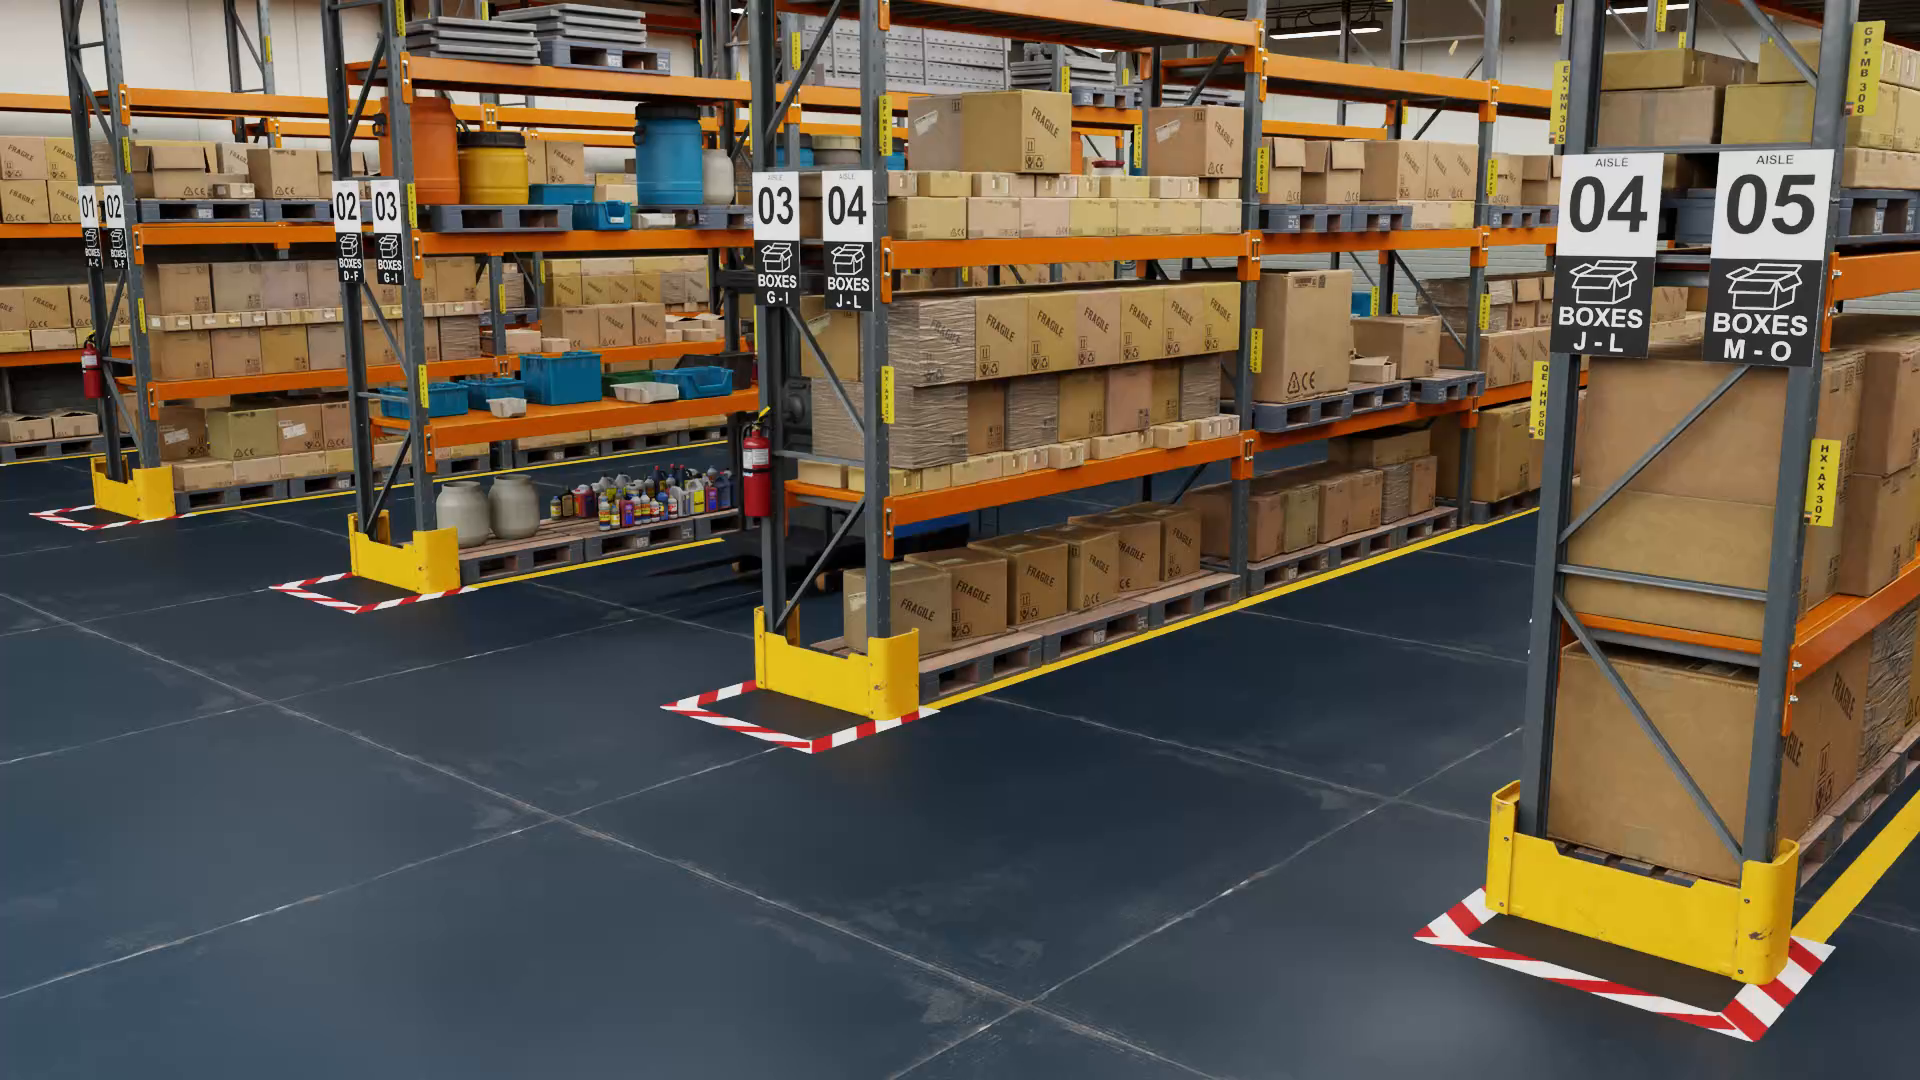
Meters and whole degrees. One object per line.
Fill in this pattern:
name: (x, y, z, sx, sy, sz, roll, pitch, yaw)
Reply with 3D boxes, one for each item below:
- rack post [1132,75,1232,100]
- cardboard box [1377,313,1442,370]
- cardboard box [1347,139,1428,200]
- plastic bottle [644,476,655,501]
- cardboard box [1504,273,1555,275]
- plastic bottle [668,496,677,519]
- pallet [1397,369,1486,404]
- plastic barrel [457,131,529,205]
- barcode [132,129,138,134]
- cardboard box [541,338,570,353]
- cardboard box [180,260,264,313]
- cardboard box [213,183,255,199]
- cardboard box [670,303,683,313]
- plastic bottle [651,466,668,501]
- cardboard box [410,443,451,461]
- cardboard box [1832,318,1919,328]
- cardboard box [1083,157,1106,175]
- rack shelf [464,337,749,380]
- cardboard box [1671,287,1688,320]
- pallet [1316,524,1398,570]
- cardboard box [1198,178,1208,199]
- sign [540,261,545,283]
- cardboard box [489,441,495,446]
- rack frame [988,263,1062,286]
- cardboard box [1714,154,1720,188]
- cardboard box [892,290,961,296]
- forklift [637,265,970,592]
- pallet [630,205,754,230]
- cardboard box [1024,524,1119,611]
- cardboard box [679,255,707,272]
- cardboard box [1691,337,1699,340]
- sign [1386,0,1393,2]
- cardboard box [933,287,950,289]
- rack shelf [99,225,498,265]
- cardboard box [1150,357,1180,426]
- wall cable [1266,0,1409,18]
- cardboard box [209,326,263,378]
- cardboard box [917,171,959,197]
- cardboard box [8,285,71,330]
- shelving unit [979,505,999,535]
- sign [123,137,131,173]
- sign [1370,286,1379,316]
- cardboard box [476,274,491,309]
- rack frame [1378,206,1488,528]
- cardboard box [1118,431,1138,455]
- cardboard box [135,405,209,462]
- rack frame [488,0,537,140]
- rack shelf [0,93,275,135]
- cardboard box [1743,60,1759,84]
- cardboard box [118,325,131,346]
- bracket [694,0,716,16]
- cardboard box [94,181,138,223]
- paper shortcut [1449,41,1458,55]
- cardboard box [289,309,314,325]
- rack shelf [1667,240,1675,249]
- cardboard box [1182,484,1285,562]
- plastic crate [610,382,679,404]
rack post: (2.796, -5.672, 20.867, 0.937, 0.300, 0.954, 9, 15, 39)
cardboard box: (4.129, -1.829, 15.421, 0.500, 0.500, 0.500, 8, 14, 33)
cardboard box: (3.660, -3.173, 14.290, 0.500, 0.500, 0.500, 10, 15, 41)
plastic bottle: (-2.944, -0.469, 15.781, 0.097, 0.271, 0.097, 0, 11, 0)
cardboard box: (6.218, -2.593, 17.760, 0.797, 0.503, 0.637, 10, 15, 41)
plastic bottle: (-2.622, -0.302, 15.124, 0.097, 0.201, 0.097, 0, 11, 0)
pallet: (4.065, -1.446, 15.320, 1.213, 0.211, 1.003, 10, 15, 40)
plastic barrel: (-3.889, -3.075, 13.777, 0.600, 0.588, 0.600, 0, 11, 0)
barcode: (-10.588, -5.245, 21.343, 0.001, 0.075, 0.075, 10, 15, 40)
cardboard box: (-4.886, -2.332, 19.909, 0.380, 0.149, 0.250, 10, 15, 40)
cardboard box: (-7.569, -2.601, 17.046, 0.700, 0.500, 0.500, 9, 15, 39)
cardboard box: (-7.355, -3.535, 16.846, 0.380, 0.149, 0.250, 10, 15, 40)
cardboard box: (-4.772, -3.822, 27.319, 0.380, 0.149, 0.250, 10, 15, 40)
plastic bottle: (-2.875, -0.534, 15.906, 0.144, 0.351, 0.185, 9, 14, 38)
cardboard box: (-6.103, -1.040, 18.747, 0.500, 0.250, 0.500, 10, 15, 40)
cardboard box: (4.929, -0.871, 8.813, 0.875, 0.550, 0.550, 10, 15, 40)
cardboard box: (1.970, -6.049, 27.413, 0.700, 0.500, 0.500, 10, 15, 40)
rack shelf: (-4.304, -2.293, 20.908, 1.077, 0.370, 4.000, 10, 15, 40)
cardboard box: (8.275, -2.873, 19.685, 0.500, 0.500, 0.500, 9, 15, 39)
pallet: (3.133, 0.002, 14.699, 1.003, 0.211, 1.213, 10, 15, 40)
cardboard box: (1.572, -2.550, 12.066, 0.380, 0.149, 0.250, 10, 15, 41)
sign: (-6.293, -4.040, 25.064, 0.100, 0.325, 0.005, 10, 15, 40)
cardboard box: (-5.568, -1.307, 20.085, 0.500, 0.250, 0.500, 10, 15, 40)
rack frame: (0.735, -2.299, 19.101, 1.000, 3.000, 0.127, 10, 15, 40)
cardboard box: (3.134, -1.596, 7.236, 0.380, 0.149, 0.250, 10, 15, 41)
cardboard box: (-0.322, -1.354, 10.803, 0.500, 0.500, 0.500, 10, 15, 40)
forklift: (-1.250, -1.133, 13.438, 1.130, 2.935, 3.031, 9, 15, 39)
pallet: (-2.309, -2.970, 15.285, 1.213, 0.211, 1.003, 10, 15, 40)
cardboard box: (0.798, 0.190, 11.949, 0.500, 0.500, 0.500, 8, 14, 35)
cardboard box: (-4.528, -4.565, 27.467, 0.500, 0.250, 0.500, 10, 15, 42)
cardboard box: (8.739, -2.392, 20.211, 0.380, 0.149, 0.250, 10, 15, 41)
sign: (4.036, -5.207, 15.557, 0.100, 0.325, 0.005, 10, 15, 40)
cardboard box: (-0.206, -3.684, 25.782, 0.500, 0.500, 0.500, 10, 15, 41)
rack shelf: (-6.944, -3.175, 17.667, 1.077, 0.370, 4.000, 10, 15, 40)
cardboard box: (1.115, -1.138, 12.273, 0.875, 0.500, 0.500, 10, 15, 40)
wall cable: (6.933, -10.919, 30.364, 3.097, 2.526, 0.112, 10, 15, 40)
cardboard box: (-7.604, -1.957, 17.133, 0.700, 0.500, 0.500, 10, 15, 42)
cardboard box: (-0.226, -2.111, 9.866, 0.380, 0.149, 0.250, 10, 15, 42)
cardboard box: (-11.113, -2.810, 20.075, 0.500, 0.500, 0.500, 10, 15, 41)
shelving unit: (0.109, -0.613, 15.254, 0.258, 1.200, 0.503, 10, 15, 40)
sign: (-7.852, -3.629, 15.667, 0.100, 0.325, 0.005, 10, 15, 40)
sign: (4.036, -2.298, 16.139, 0.100, 0.325, 0.005, 10, 15, 40)
cardboard box: (-7.358, -3.688, 24.680, 0.700, 0.500, 0.500, 8, 14, 35)
rack frame: (4.455, -1.658, 15.895, 1.000, 3.000, 0.127, 10, 15, 40)
cardboard box: (1.031, -0.700, 11.736, 0.380, 0.149, 0.250, 10, 15, 40)
cardboard box: (-8.134, -1.106, 17.160, 0.500, 0.500, 0.500, 10, 15, 40)
rack frame: (-6.707, -6.522, 24.927, 1.000, 3.000, 0.127, 10, 15, 40)
rack shelf: (-10.668, -5.285, 20.578, 1.077, 0.370, 4.000, 10, 15, 40)
cardboard box: (3.306, -2.025, 7.350, 0.380, 0.149, 0.250, 10, 15, 41)
cardboard box: (-10.419, -2.596, 20.922, 0.500, 0.250, 0.500, 10, 15, 41)
bracket: (-4.262, -8.983, 28.061, 0.235, 0.232, 0.430, 10, 15, 40)
cardboard box: (-10.521, -4.182, 20.566, 0.500, 0.500, 0.500, 11, 16, 44)
paper shortcut: (4.932, -4.931, 16.607, 0.009, 0.170, 0.078, 23, -8, 37)
cardboard box: (-6.995, -2.350, 17.444, 0.380, 0.149, 0.250, 10, 15, 40)
rack shelf: (8.416, -3.659, 20.092, 1.077, 0.370, 4.000, 10, 15, 40)
cardboard box: (2.236, -0.147, 13.589, 0.700, 0.500, 0.500, 8, 14, 36)
plastic crate: (-2.787, -1.309, 14.821, 0.530, 0.136, 0.437, 10, 15, 40)
